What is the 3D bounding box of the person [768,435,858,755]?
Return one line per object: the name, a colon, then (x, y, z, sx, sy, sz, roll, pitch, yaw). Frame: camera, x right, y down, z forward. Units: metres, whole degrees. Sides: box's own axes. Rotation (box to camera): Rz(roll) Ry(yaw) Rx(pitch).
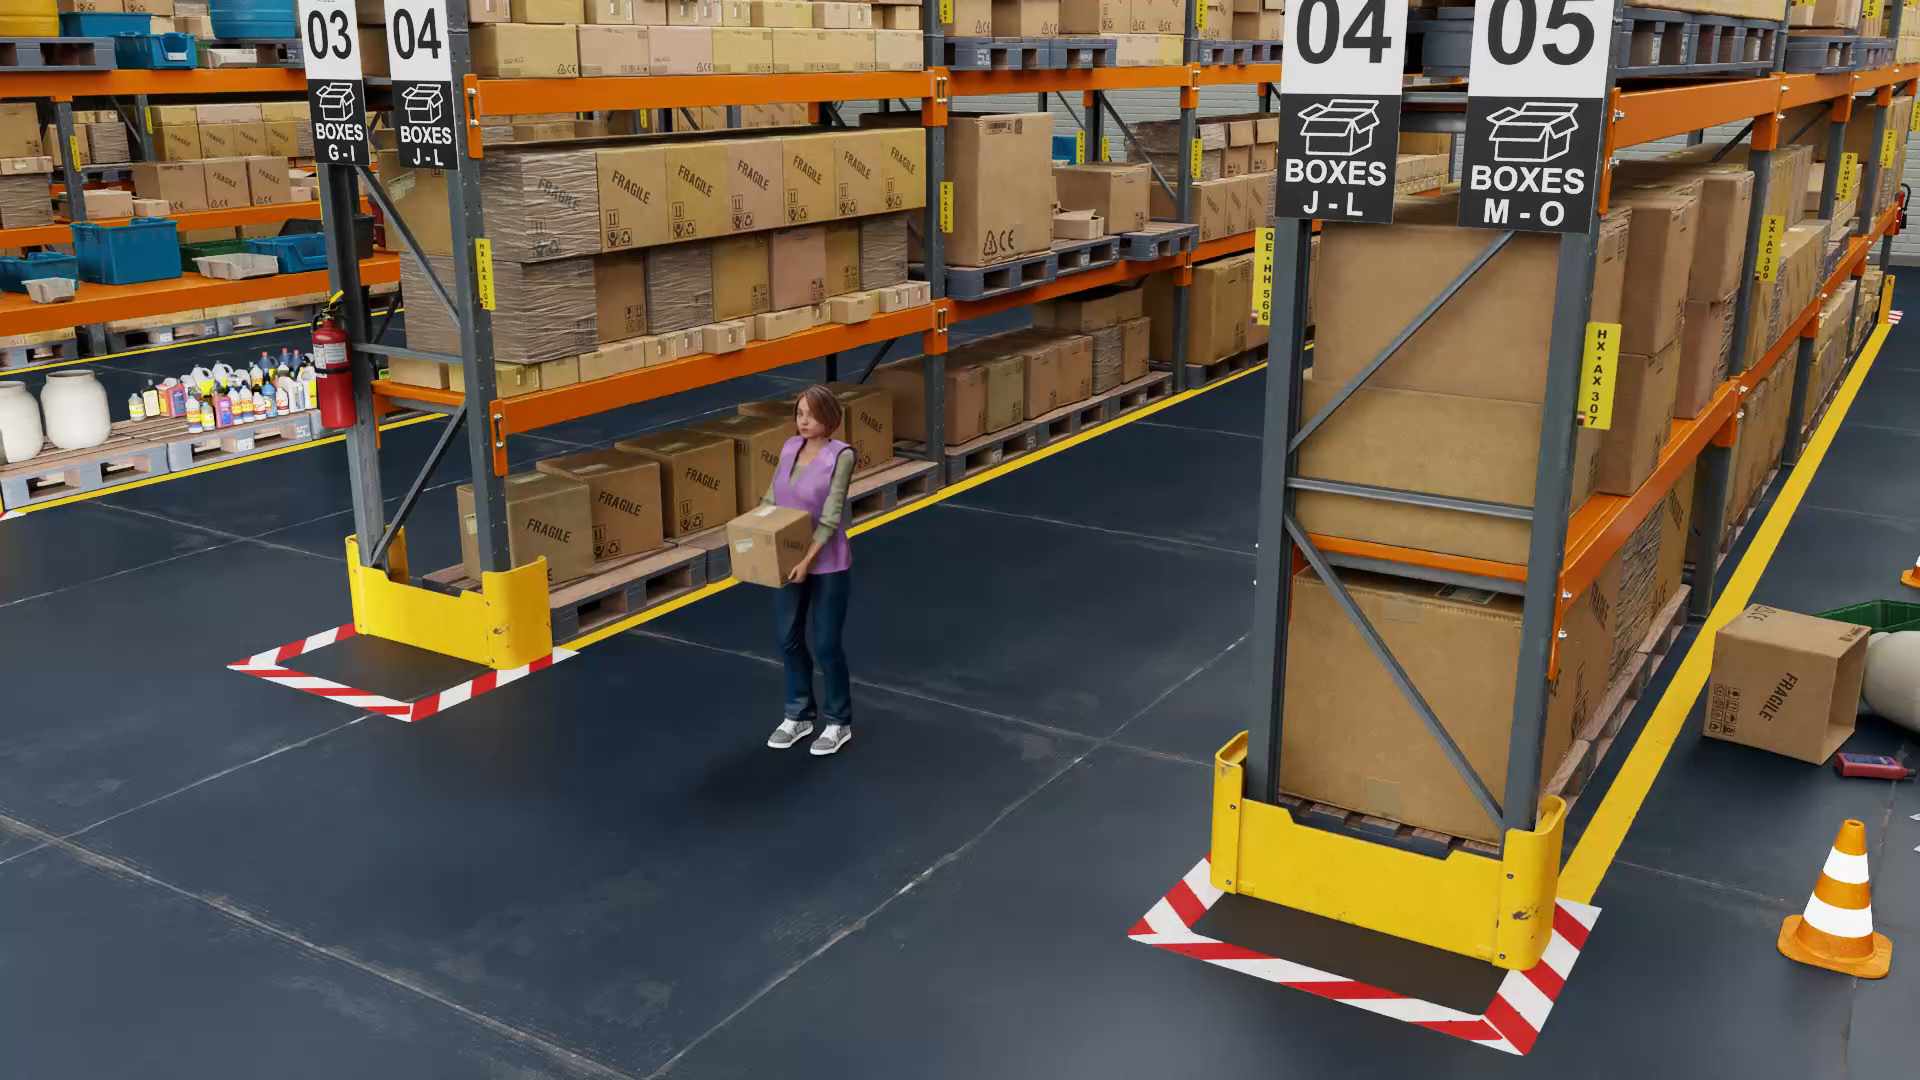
person: (-0.645, 0.238, 7.159, 0.351, 1.367, 0.362, 10, 19, 31)
